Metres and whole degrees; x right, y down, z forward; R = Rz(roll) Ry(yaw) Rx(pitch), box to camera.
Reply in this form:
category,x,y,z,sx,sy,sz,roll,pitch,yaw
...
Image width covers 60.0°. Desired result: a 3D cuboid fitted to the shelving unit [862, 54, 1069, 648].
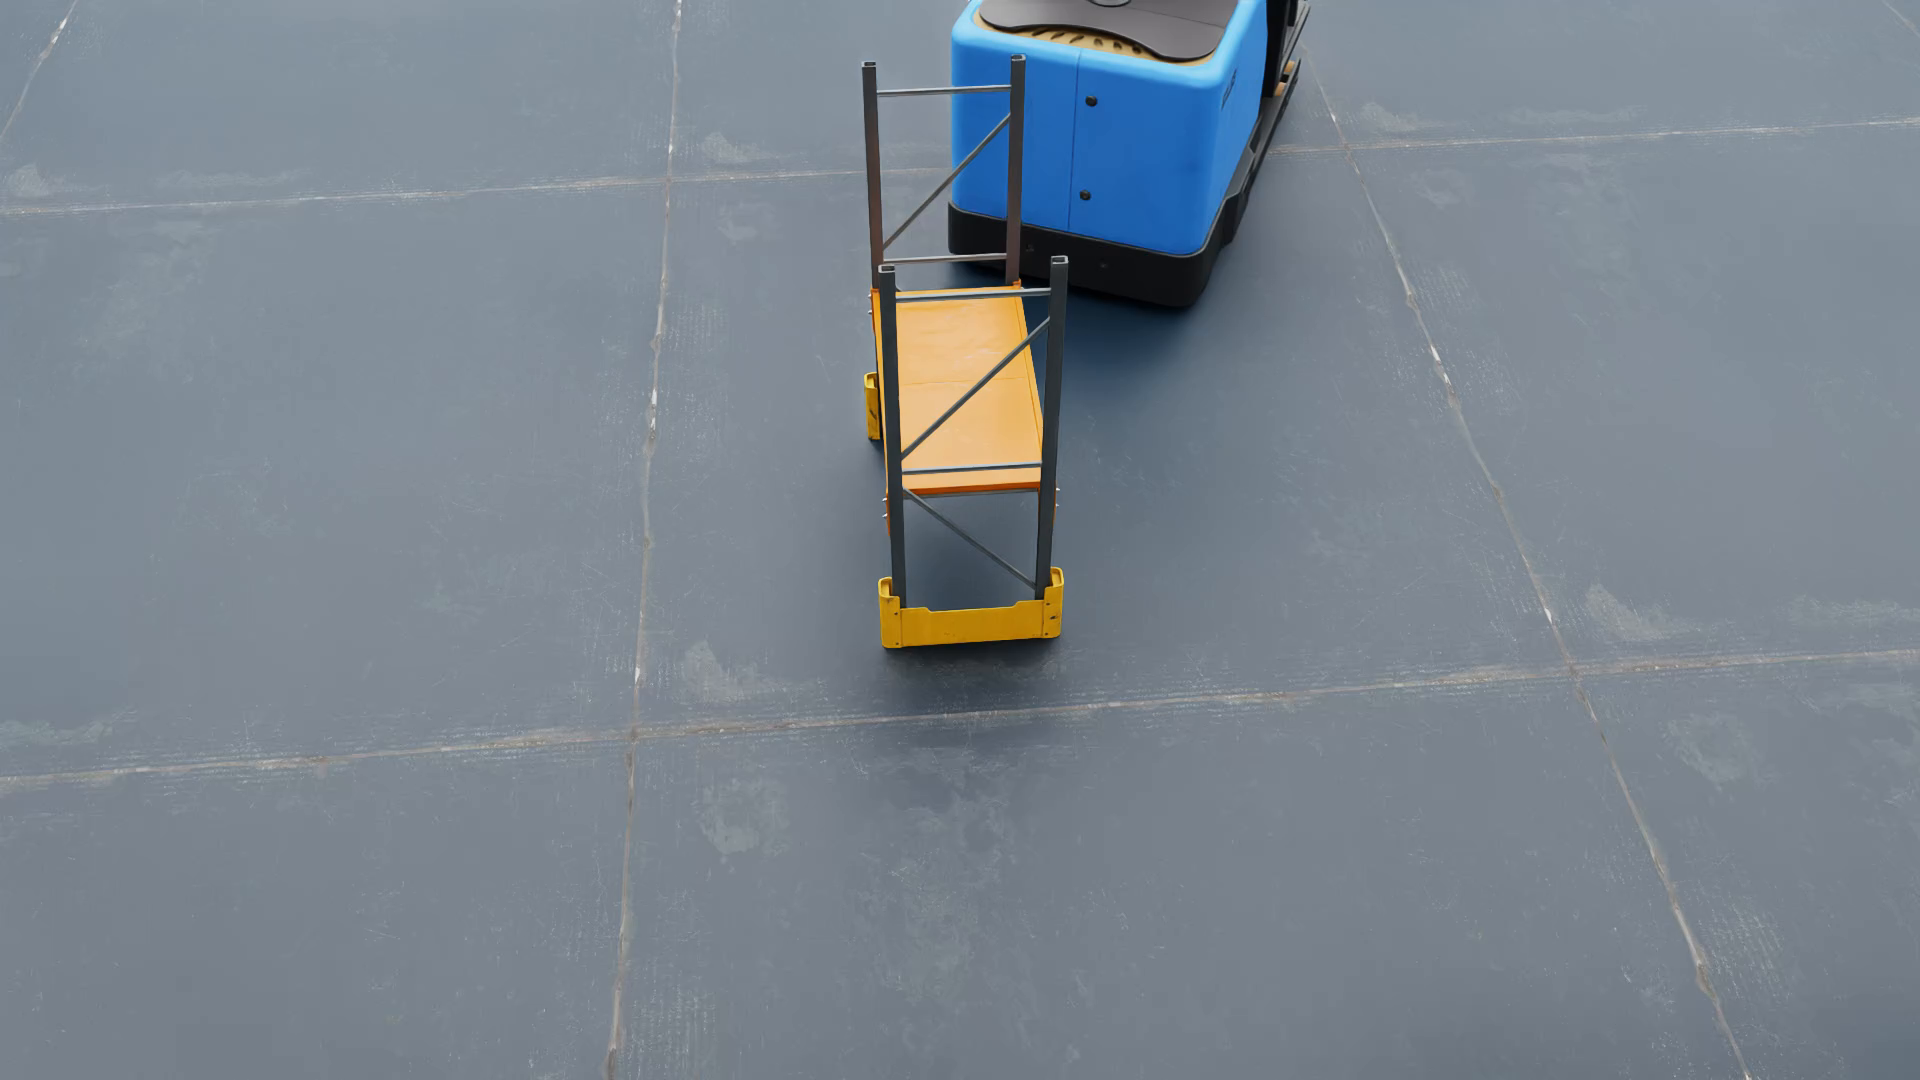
category,x,y,z,sx,sy,sz,roll,pitch,yaw
shelving unit,-0.006,-0.571,5.258,0.587,1.500,1.083,-3,47,-3

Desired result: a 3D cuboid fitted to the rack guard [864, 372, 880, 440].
category,x,y,z,sx,sy,sz,roll,pitch,yaw
rack guard,-0.048,-0.501,6.053,0.587,0.250,0.087,-3,47,-3

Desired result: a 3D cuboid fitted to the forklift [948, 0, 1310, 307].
category,x,y,z,sx,sy,sz,roll,pitch,yaw
forklift,0.927,-3.014,6.585,1.130,2.935,3.031,15,48,13

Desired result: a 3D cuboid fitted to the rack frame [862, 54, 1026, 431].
category,x,y,z,sx,sy,sz,roll,pitch,yaw
rack frame,-0.050,-0.945,5.612,0.500,1.500,0.032,-3,47,-3

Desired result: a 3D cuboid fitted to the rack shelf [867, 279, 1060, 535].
category,x,y,z,sx,sy,sz,roll,pitch,yaw
rack shelf,-0.007,-0.454,5.395,0.538,0.185,1.000,-3,47,-3

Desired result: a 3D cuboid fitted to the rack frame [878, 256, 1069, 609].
category,x,y,z,sx,sy,sz,roll,pitch,yaw
rack frame,0.035,-0.210,4.916,0.500,1.500,0.032,-3,47,-3

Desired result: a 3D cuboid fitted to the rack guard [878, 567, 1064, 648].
category,x,y,z,sx,sy,sz,roll,pitch,yaw
rack guard,0.035,0.219,5.370,0.587,0.250,0.087,-3,47,-3
